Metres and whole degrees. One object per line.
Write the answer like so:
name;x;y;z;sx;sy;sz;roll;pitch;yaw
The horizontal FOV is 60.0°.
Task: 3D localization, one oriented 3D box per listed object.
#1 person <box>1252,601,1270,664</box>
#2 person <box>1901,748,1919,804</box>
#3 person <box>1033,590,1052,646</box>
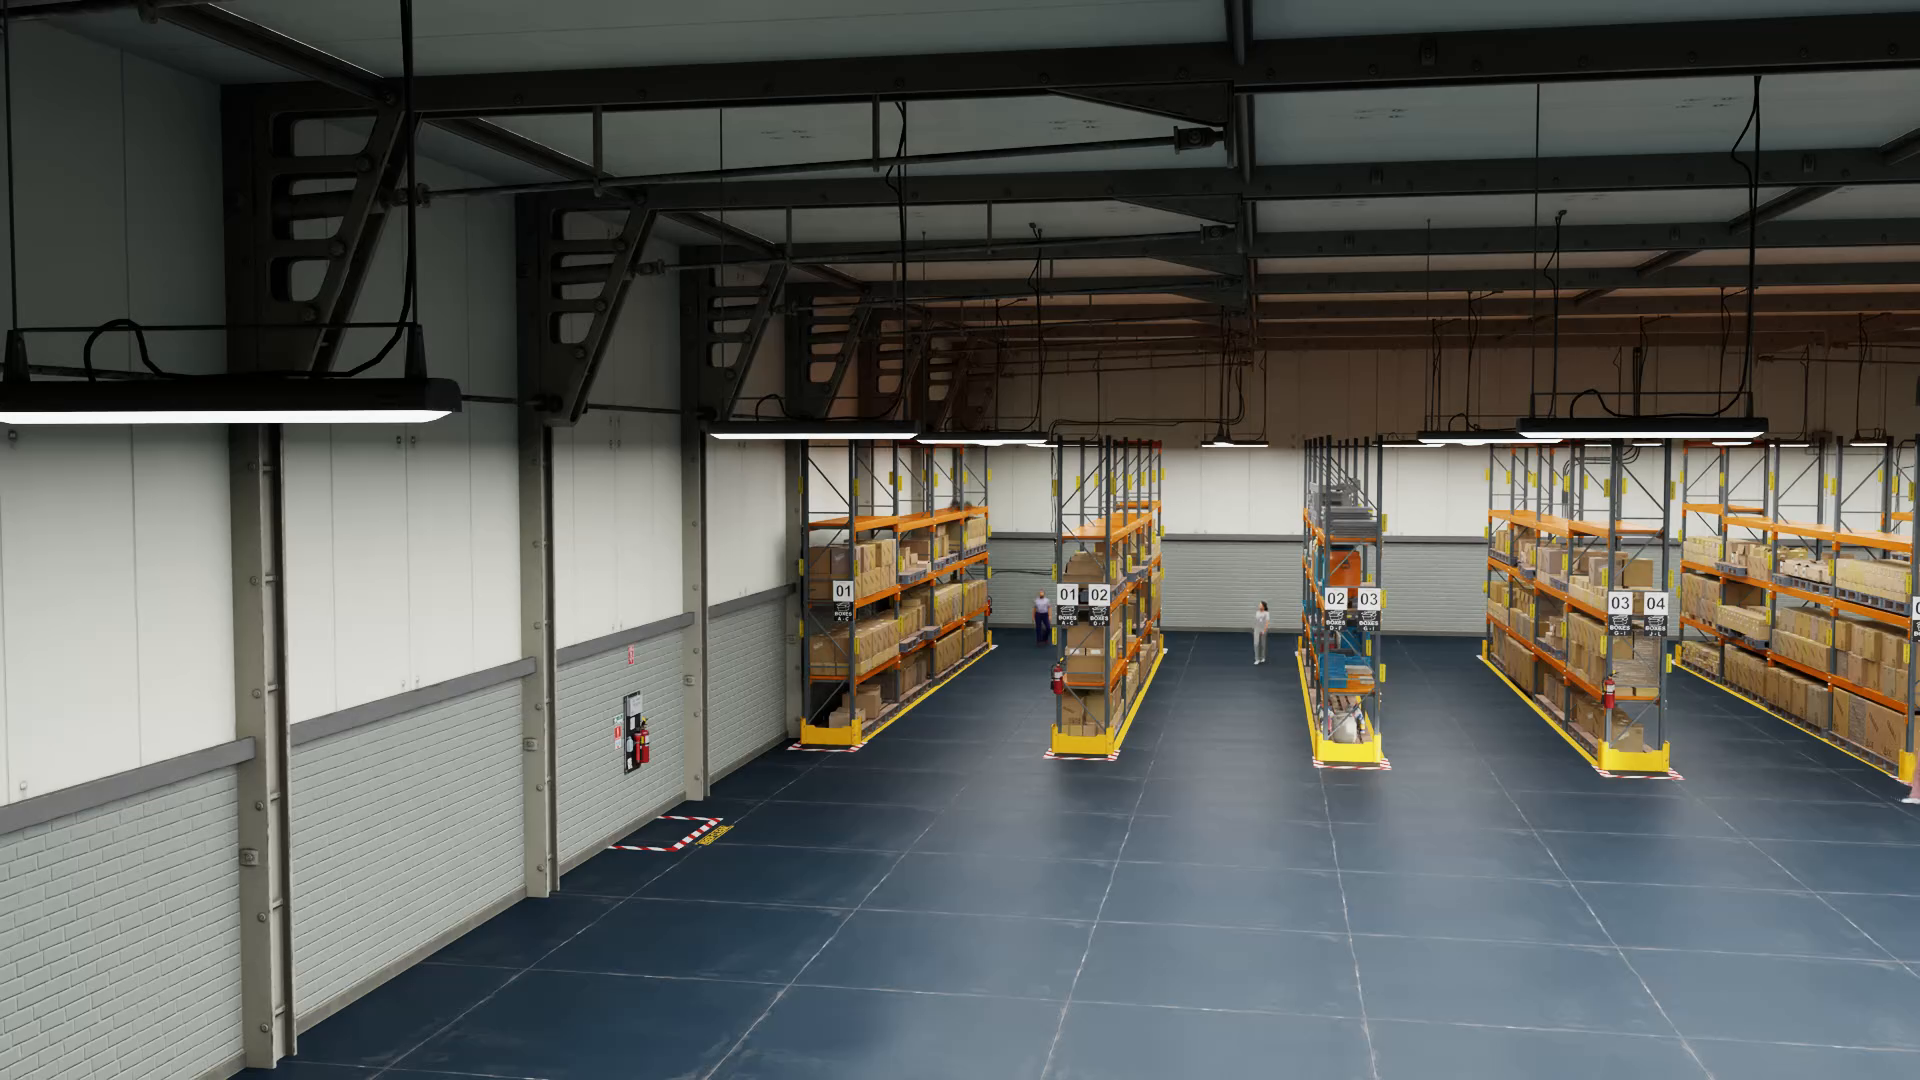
person;8.087;2.487;44.692;0.462;1.685;0.619;1;3;14
person;15.708;3.444;26.829;0.951;1.644;0.420;-1;3;-17
person;2.394;2.275;48.666;0.550;1.649;0.423;-1;3;-10
